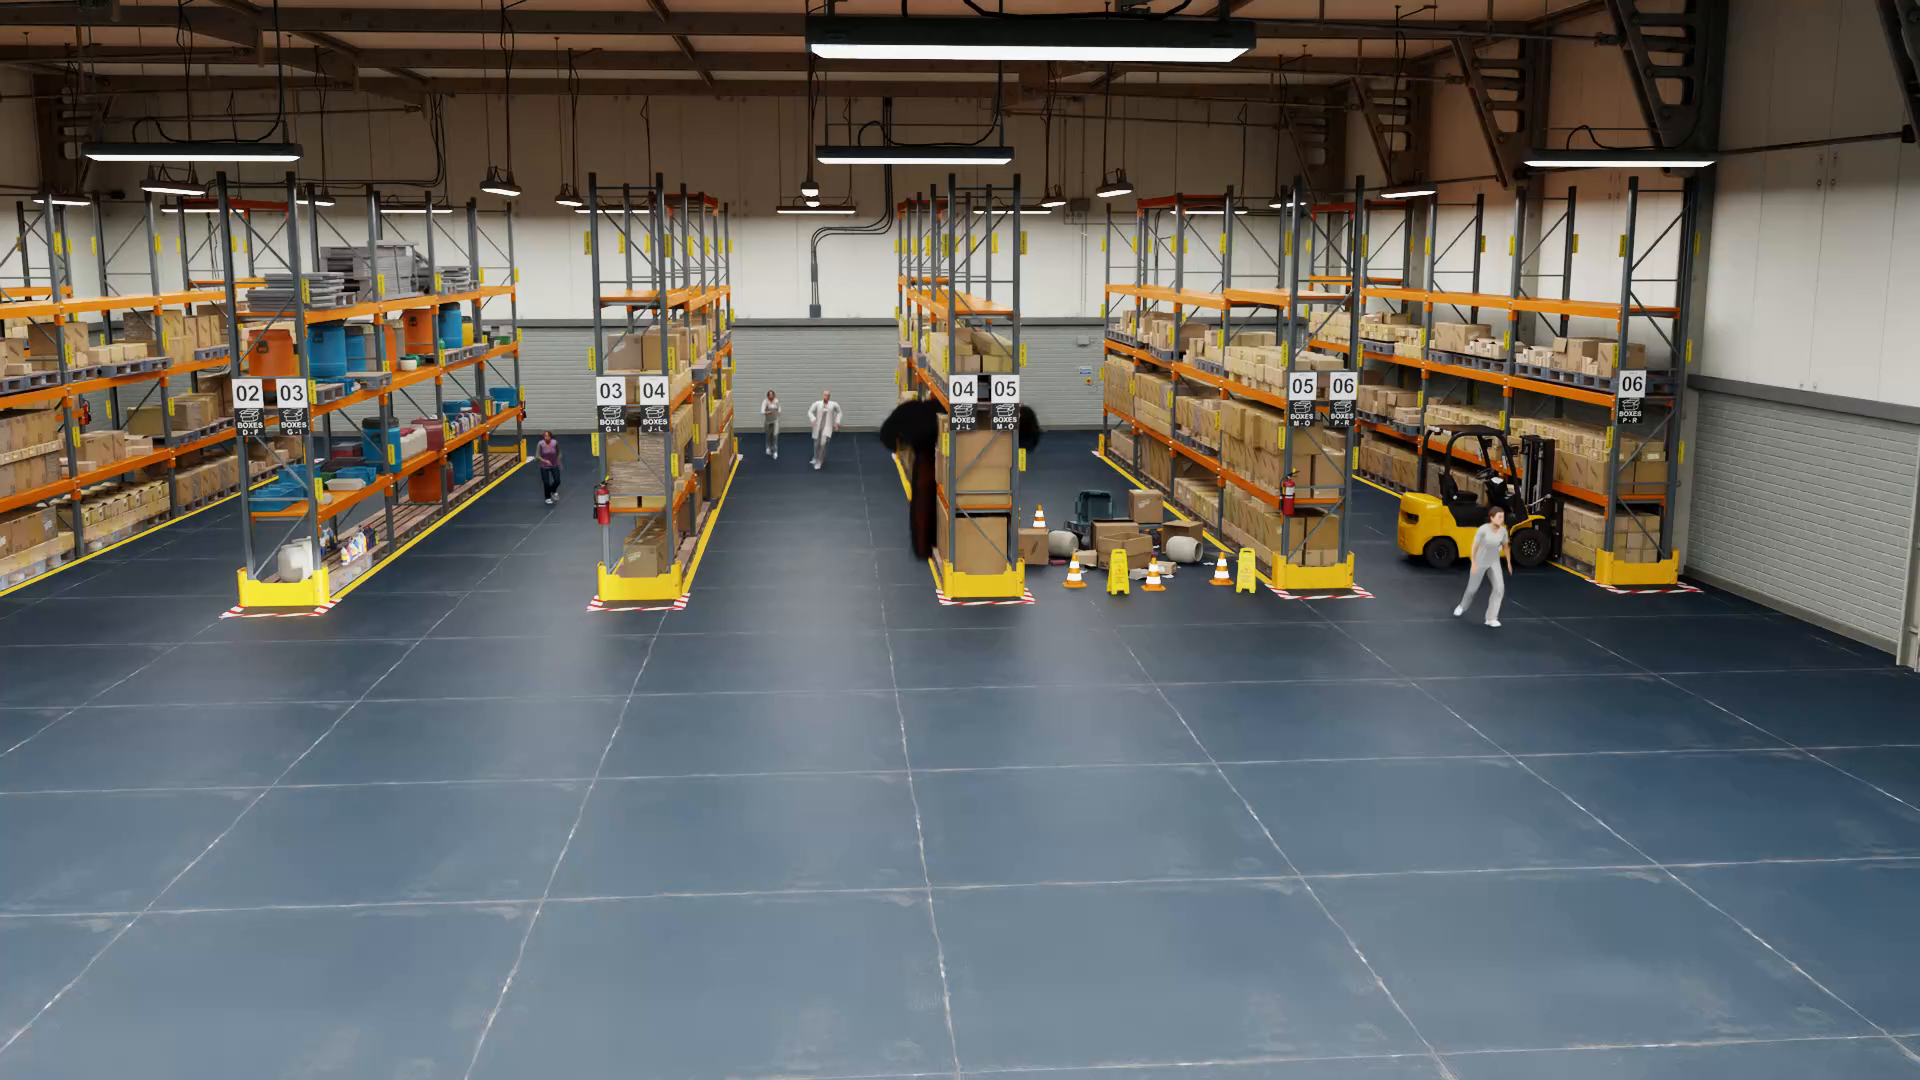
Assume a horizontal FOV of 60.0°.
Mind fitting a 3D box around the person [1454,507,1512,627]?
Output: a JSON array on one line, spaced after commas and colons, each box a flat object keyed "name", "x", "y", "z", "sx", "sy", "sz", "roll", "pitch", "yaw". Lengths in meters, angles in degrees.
[{"name": "person", "x": 7.068, "y": 0.314, "z": 22.353, "sx": 0.613, "sy": 1.601, "sz": 0.839, "roll": -2, "pitch": 10, "yaw": -9}]

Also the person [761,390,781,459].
[{"name": "person", "x": -4.515, "y": -2.784, "z": 39.755, "sx": 0.516, "sy": 1.626, "sz": 0.825, "roll": -2, "pitch": 10, "yaw": -14}]

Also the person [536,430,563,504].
[{"name": "person", "x": -8.030, "y": -1.425, "z": 32.516, "sx": 0.525, "sy": 1.491, "sz": 0.699, "roll": -4, "pitch": 11, "yaw": -21}]

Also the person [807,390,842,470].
[{"name": "person", "x": -3.096, "y": -2.513, "z": 37.961, "sx": 0.761, "sy": 1.806, "sz": 0.762, "roll": 1, "pitch": 10, "yaw": 6}]
